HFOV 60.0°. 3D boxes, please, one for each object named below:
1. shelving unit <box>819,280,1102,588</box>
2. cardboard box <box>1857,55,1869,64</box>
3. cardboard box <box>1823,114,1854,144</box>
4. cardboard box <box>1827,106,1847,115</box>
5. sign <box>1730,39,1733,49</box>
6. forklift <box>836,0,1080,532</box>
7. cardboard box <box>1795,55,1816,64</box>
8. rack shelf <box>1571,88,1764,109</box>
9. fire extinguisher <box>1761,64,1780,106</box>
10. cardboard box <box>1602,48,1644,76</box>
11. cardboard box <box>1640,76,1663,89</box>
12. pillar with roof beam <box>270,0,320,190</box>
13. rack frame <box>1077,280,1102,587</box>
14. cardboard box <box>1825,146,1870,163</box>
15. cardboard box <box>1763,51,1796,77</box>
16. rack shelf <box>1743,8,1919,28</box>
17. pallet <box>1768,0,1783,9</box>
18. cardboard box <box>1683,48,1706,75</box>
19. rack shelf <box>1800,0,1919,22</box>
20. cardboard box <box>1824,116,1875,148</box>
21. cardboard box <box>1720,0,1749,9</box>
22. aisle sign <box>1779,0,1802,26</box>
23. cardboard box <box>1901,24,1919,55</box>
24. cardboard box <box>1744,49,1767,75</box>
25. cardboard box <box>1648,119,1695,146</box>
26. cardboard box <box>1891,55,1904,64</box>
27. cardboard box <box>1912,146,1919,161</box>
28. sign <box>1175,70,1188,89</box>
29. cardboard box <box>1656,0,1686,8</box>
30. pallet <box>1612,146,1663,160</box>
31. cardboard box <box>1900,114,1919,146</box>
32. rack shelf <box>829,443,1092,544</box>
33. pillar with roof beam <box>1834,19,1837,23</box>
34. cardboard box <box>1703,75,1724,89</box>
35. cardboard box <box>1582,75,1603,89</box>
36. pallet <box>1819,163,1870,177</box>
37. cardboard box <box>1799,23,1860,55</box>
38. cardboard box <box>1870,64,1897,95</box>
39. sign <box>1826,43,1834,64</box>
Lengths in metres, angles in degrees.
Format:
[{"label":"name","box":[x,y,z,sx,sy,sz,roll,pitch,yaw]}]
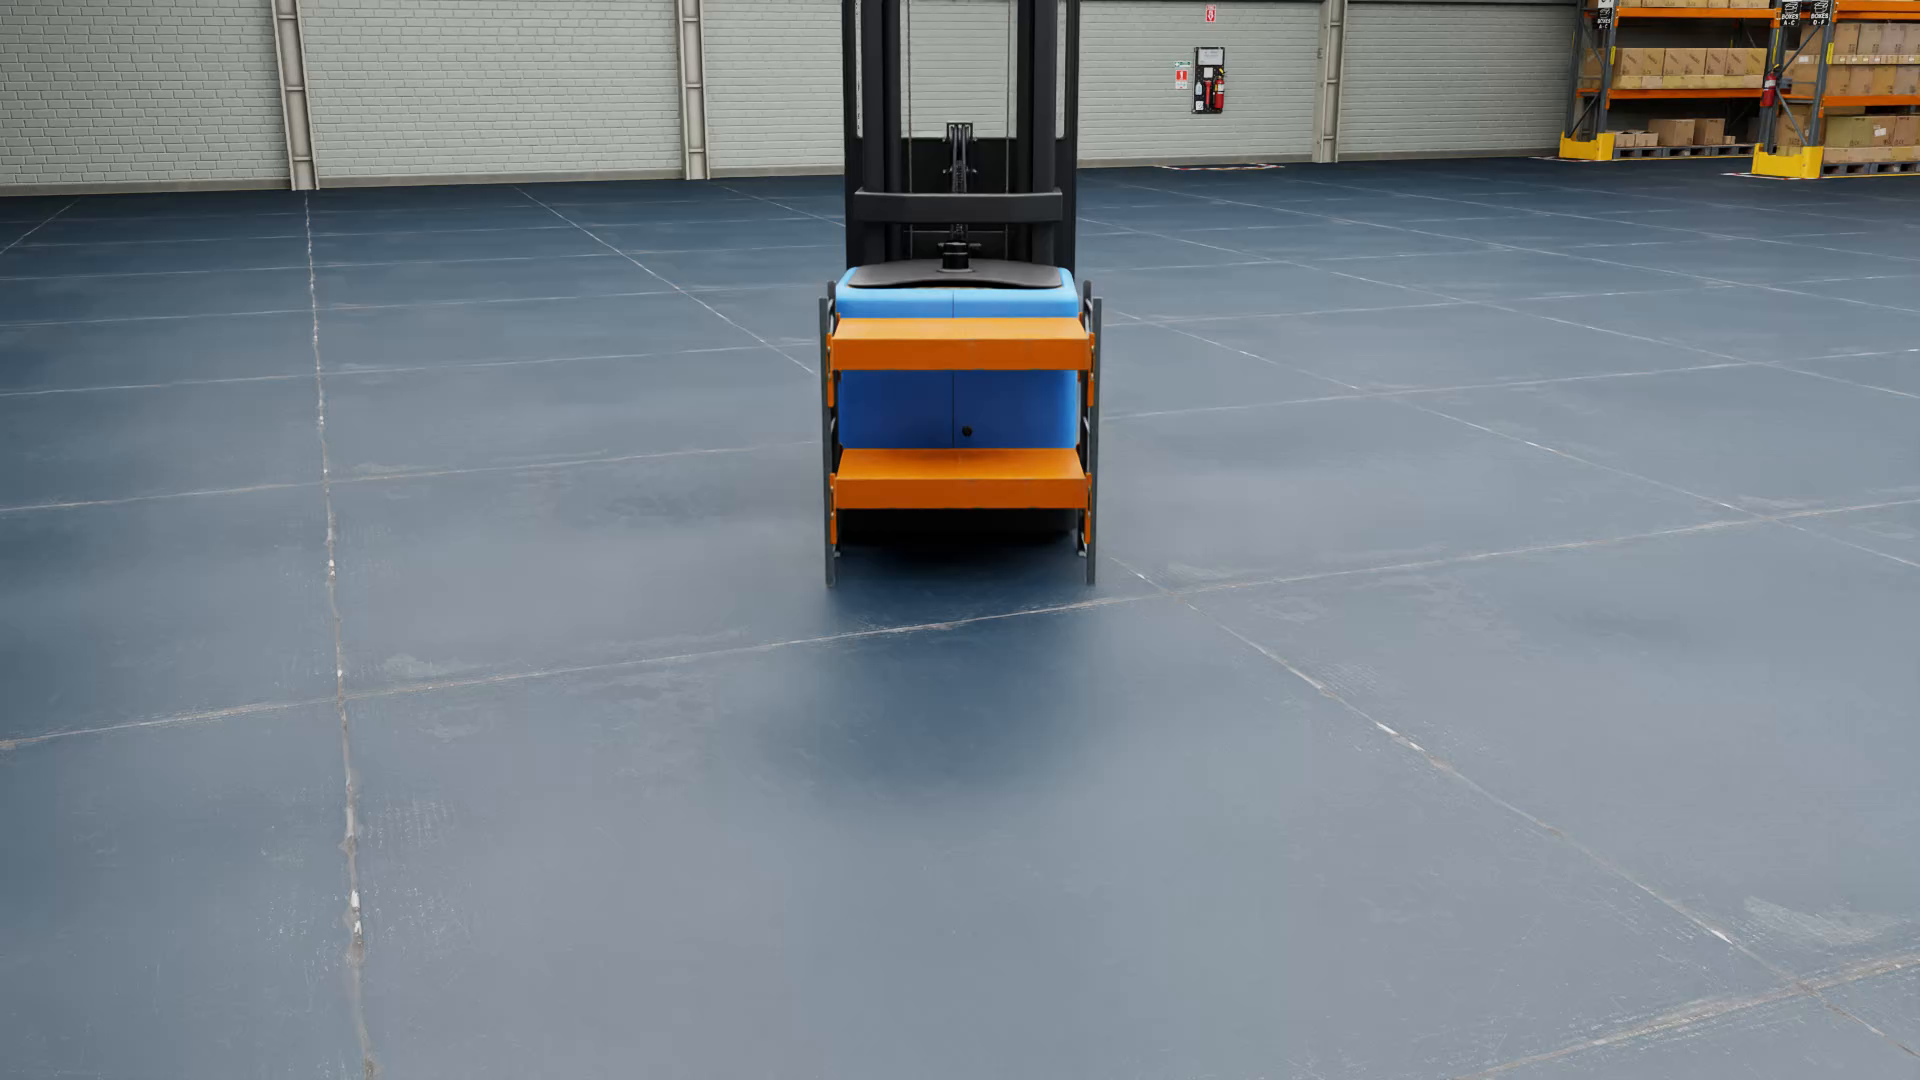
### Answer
[{"label":"shelving unit","box":[0.000,-0.426,6.551,1.048,1.125,0.538,0,16,-1]},{"label":"cardboard box","box":[14.836,-7.977,27.610,0.250,0.149,0.380,-6,17,-20]},{"label":"cardboard box","box":[15.237,-7.062,28.626,0.500,0.500,0.500,-6,17,-20]},{"label":"cardboard box","box":[17.921,-8.883,34.350,0.500,0.250,0.500,-6,17,-20]},{"label":"sign","box":[15.671,-9.990,33.739,0.005,0.325,0.100,-6,17,-20]},{"label":"forklift","box":[0.010,-1.800,8.026,1.130,2.935,3.031,0,16,1]},{"label":"cardboard box","box":[14.202,-8.031,27.792,0.250,0.149,0.380,-6,18,-21]},{"label":"rack shelf","box":[14.005,-8.742,32.821,4.000,0.370,1.077,-6,17,-20]},{"label":"fire extinguisher","box":[13.637,-7.656,27.982,0.183,0.674,0.296,-6,17,-20]},{"label":"cardboard box","box":[12.691,-9.152,31.840,0.500,0.500,0.500,-6,17,-20]},{"label":"cardboard box","box":[13.187,-8.845,32.125,0.500,0.250,0.500,-7,18,-22]},{"label":"pillar with roof beam","box":[-8.389,-8.510,20.106,0.400,9.000,9.100,-6,17,-20]},{"label":"rack frame","box":[0.508,-0.427,6.556,0.032,1.125,0.500,0,16,-1]},{"label":"cardboard box","box":[14.960,-6.512,28.084,0.500,0.250,0.500,-6,17,-20]},{"label":"cardboard box","box":[16.360,-9.590,33.474,0.500,0.500,0.700,-6,17,-20]},{"label":"rack shelf","box":[17.740,-10.585,33.772,4.000,0.370,1.077,-6,17,-20]},{"label":"pallet","box":[16.487,-10.672,33.127,1.003,0.211,1.213,-6,17,-20]},{"label":"cardboard box","box":[14.119,-9.305,32.361,0.500,0.500,0.500,-6,17,-18]},{"label":"rack shelf","box":[15.781,-8.878,27.961,4.000,0.370,1.077,-6,17,-20]},{"label":"cardboard box","box":[14.960,-6.871,27.977,0.500,0.500,0.500,-6,17,-20]},{"label":"cardboard box","box":[15.013,-10.622,32.410,0.500,0.500,0.500,-8,18,-25]},{"label":"aisle sign","box":[13.747,-8.901,27.470,0.004,0.787,0.394,-6,17,-20]},{"label":"cardboard box","box":[15.831,-8.458,28.097,0.500,0.500,0.700,-6,17,-20]},{"label":"cardboard box","box":[15.542,-9.457,32.879,0.500,0.500,0.500,-6,17,-20]},{"label":"cardboard box","box":[14.051,-8.062,32.883,0.500,0.500,0.700,-7,18,-24]},{"label":"cardboard box","box":[15.559,-8.055,27.876,0.250,0.149,0.380,-6,18,-21]},{"label":"cardboard box","box":[16.362,-6.662,28.595,0.500,0.250,0.500,-6,17,-20]},{"label":"sign","box":[4.005,-8.328,30.072,0.234,0.329,0.001,-6,17,-20]},{"label":"cardboard box","box":[13.537,-10.448,31.818,0.500,0.500,0.500,-5,17,-18]},{"label":"pallet","box":[12.980,-7.628,32.699,1.213,0.211,1.003,-6,17,-20]},{"label":"cardboard box","box":[16.357,-7.025,28.500,0.500,0.500,0.500,-6,17,-20]},{"label":"rack shelf","box":[0.000,-0.191,6.620,1.000,0.278,0.538,0,16,-1]},{"label":"pillar with roof beam","box":[19.625,-11.534,30.406,0.400,9.000,9.100,-6,17,-20]},{"label":"cardboard box","box":[14.607,-8.996,32.640,0.500,0.250,0.500,-6,17,-20]},{"label":"cardboard box","box":[12.505,-8.921,32.385,0.500,0.250,0.500,-6,17,-19]},{"label":"pallet","box":[14.613,-6.333,28.289,1.213,0.211,1.003,-6,17,-20]},{"label":"cardboard box","box":[14.404,-8.302,27.566,0.500,0.500,0.700,-6,17,-20]},{"label":"cardboard box","box":[15.309,-7.777,28.080,0.500,0.500,0.700,-6,17,-20]},{"label":"sign","box":[14.107,-7.889,26.963,0.005,0.325,0.100,-6,17,-20]}]
